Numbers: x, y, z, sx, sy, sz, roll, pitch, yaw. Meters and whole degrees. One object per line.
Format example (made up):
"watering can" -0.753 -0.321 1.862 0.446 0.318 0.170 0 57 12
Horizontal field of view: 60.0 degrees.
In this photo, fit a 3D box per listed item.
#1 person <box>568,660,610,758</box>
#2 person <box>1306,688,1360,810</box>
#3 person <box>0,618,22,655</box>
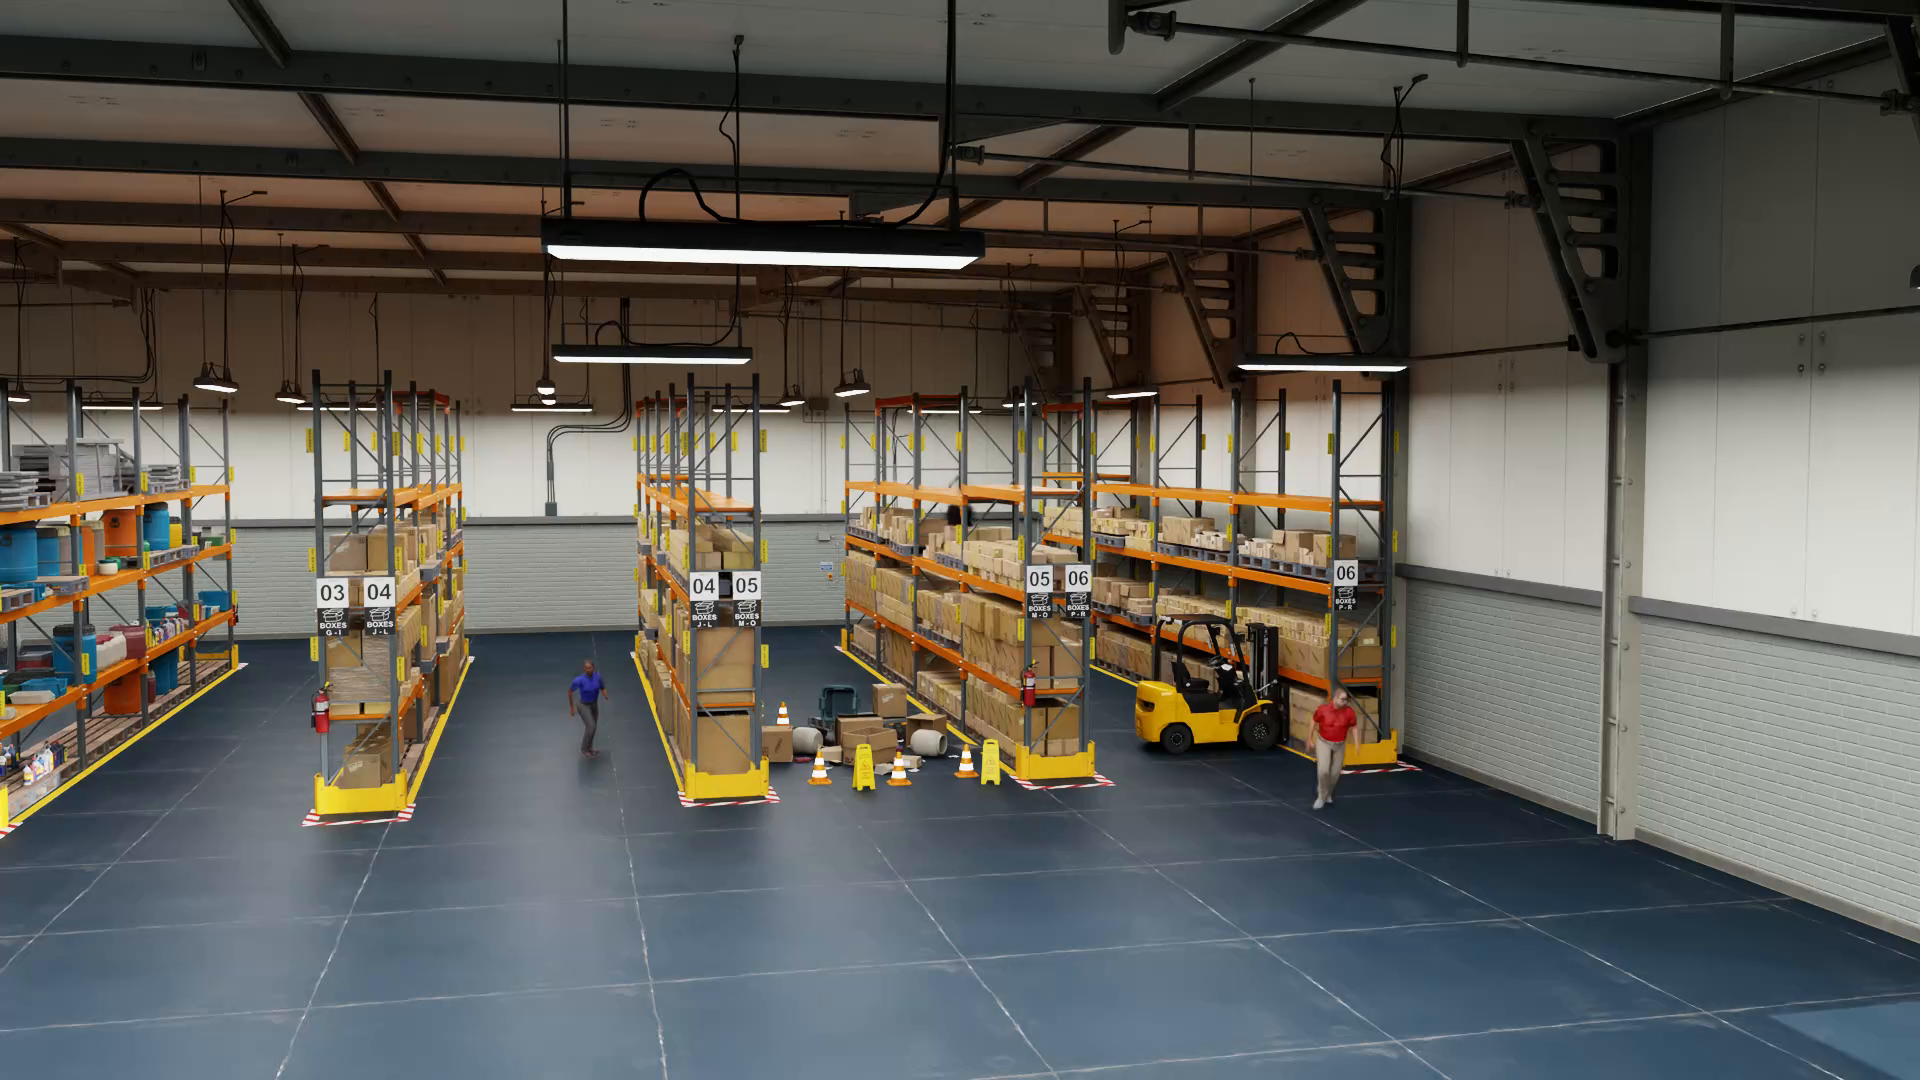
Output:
"person" -5.896 2.703 26.634 0.775 1.619 0.598 2 4 32
"person" 5.136 2.860 22.901 0.650 1.689 0.762 0 3 -6
"person" -21.485 1.976 37.442 0.918 1.763 0.641 2 4 25
